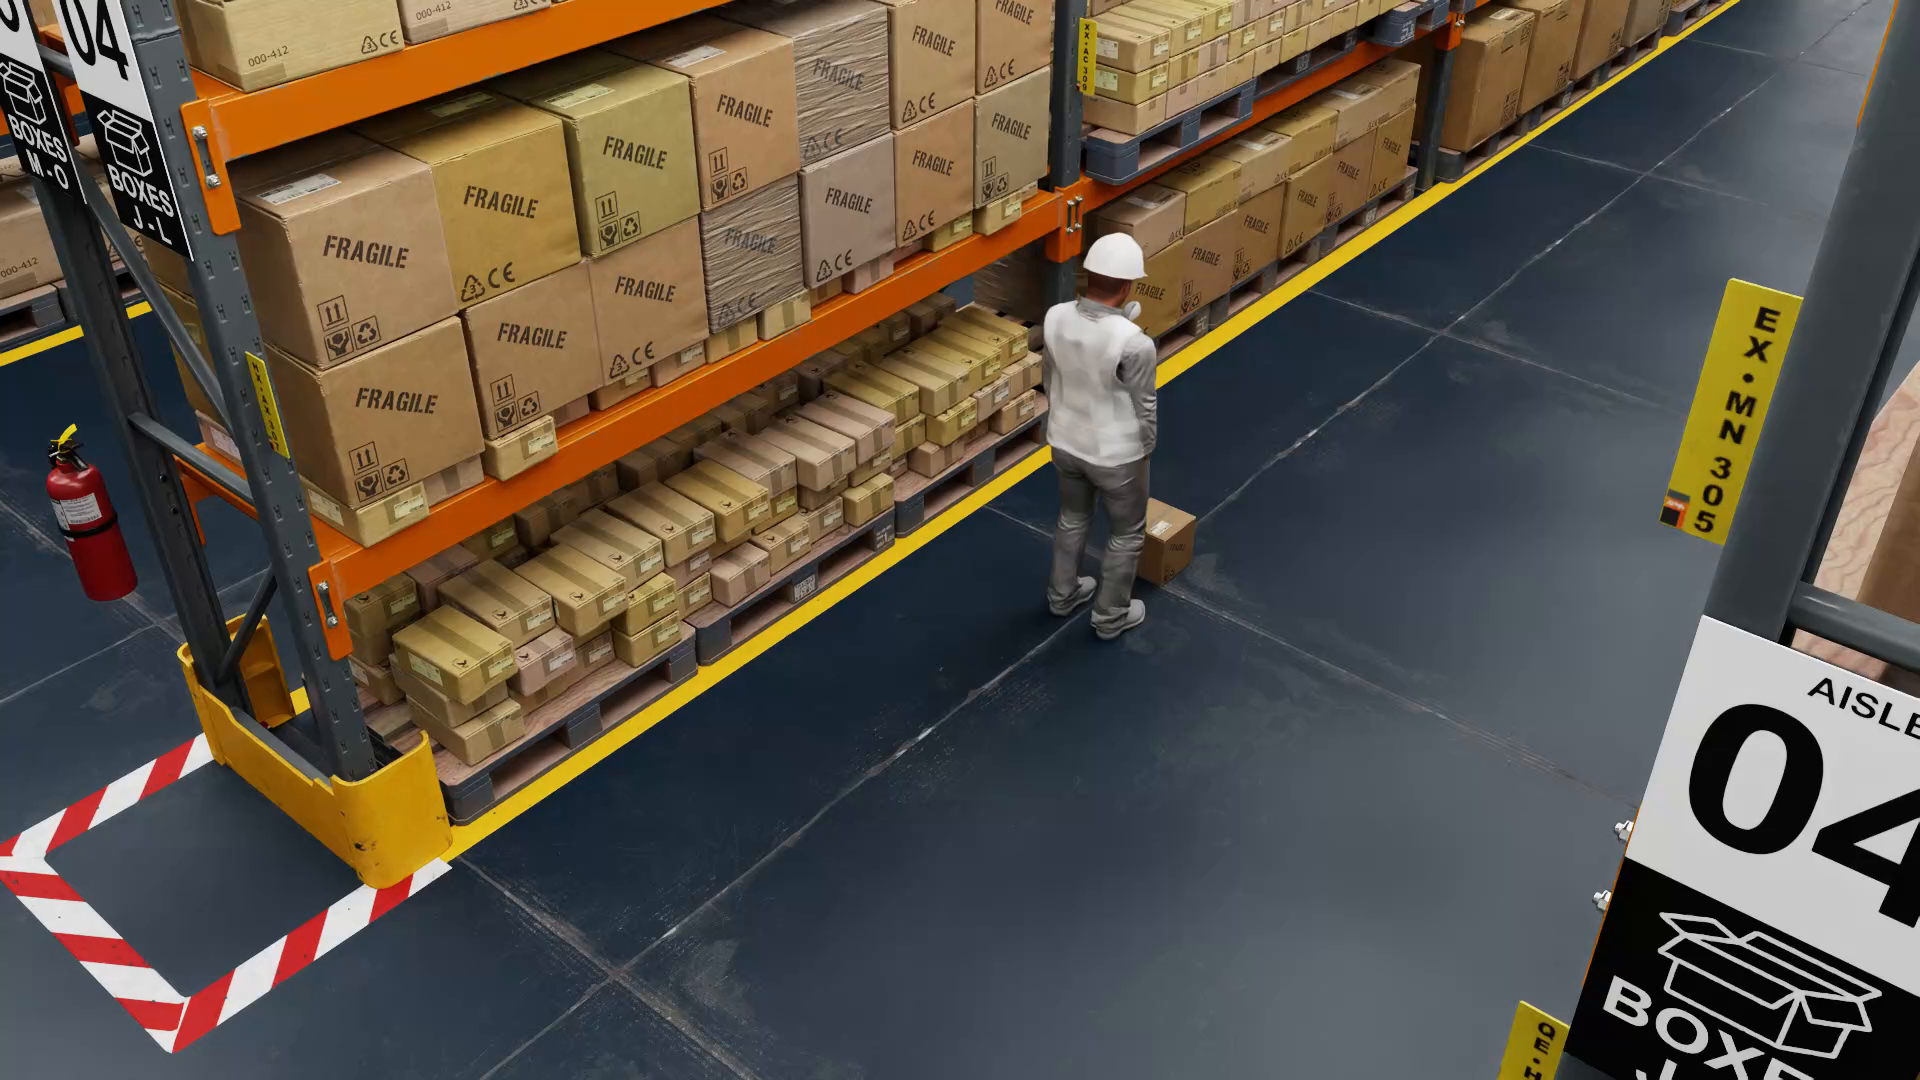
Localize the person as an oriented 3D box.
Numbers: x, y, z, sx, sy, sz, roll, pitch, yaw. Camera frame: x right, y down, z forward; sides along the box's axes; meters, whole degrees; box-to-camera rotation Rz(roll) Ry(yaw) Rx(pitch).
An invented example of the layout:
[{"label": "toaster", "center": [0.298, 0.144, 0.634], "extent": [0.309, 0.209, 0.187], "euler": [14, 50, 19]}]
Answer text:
[{"label": "person", "center": [0.560, -0.408, 6.732], "extent": [0.540, 1.759, 0.389], "euler": [26, 43, 33]}]
